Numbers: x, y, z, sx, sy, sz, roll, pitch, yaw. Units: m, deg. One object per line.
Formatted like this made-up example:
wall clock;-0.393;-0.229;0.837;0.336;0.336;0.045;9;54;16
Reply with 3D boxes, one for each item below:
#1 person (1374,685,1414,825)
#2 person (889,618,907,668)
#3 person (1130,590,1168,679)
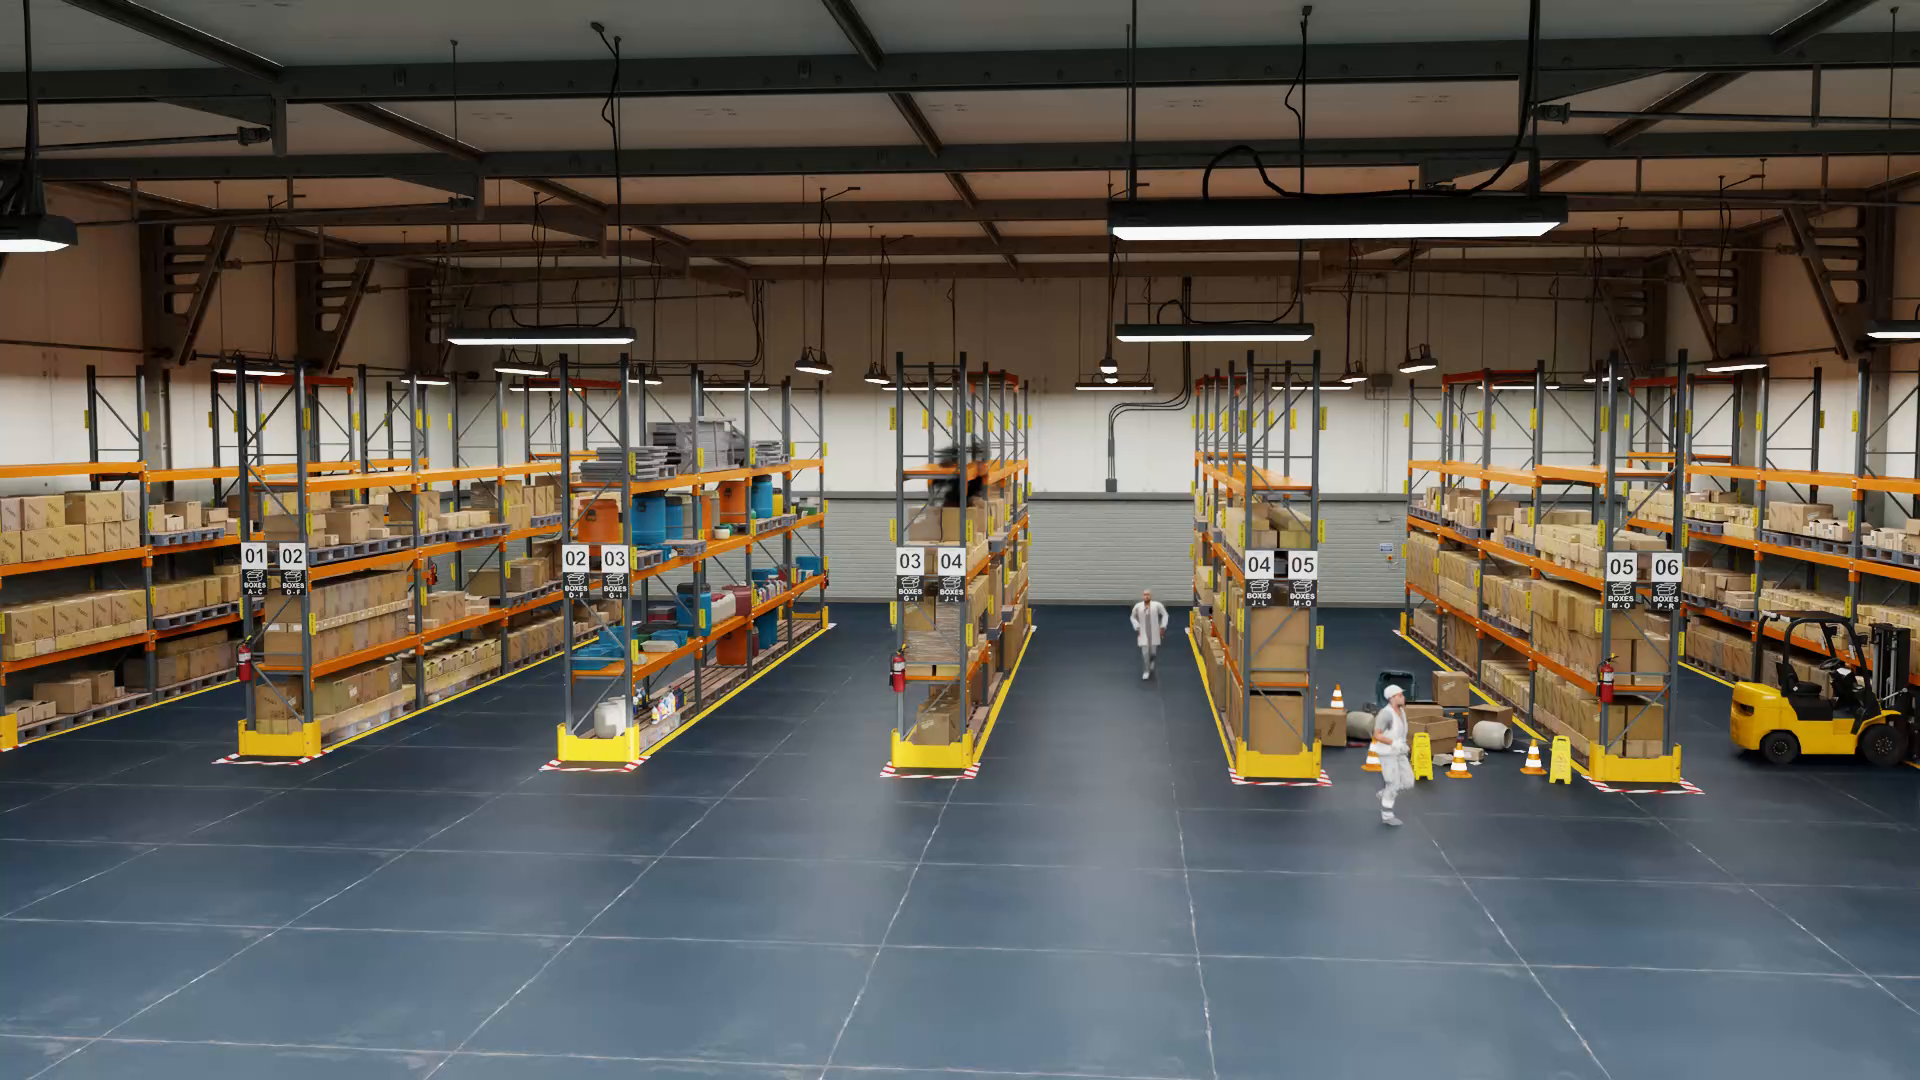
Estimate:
person;5.367;2.668;20.598;0.637;1.754;0.618;-4;6;-44
person;-1.097;1.835;33.038;0.615;1.677;0.576;0;4;-1
person;3.687;1.836;32.490;0.733;1.749;0.687;1;4;11
